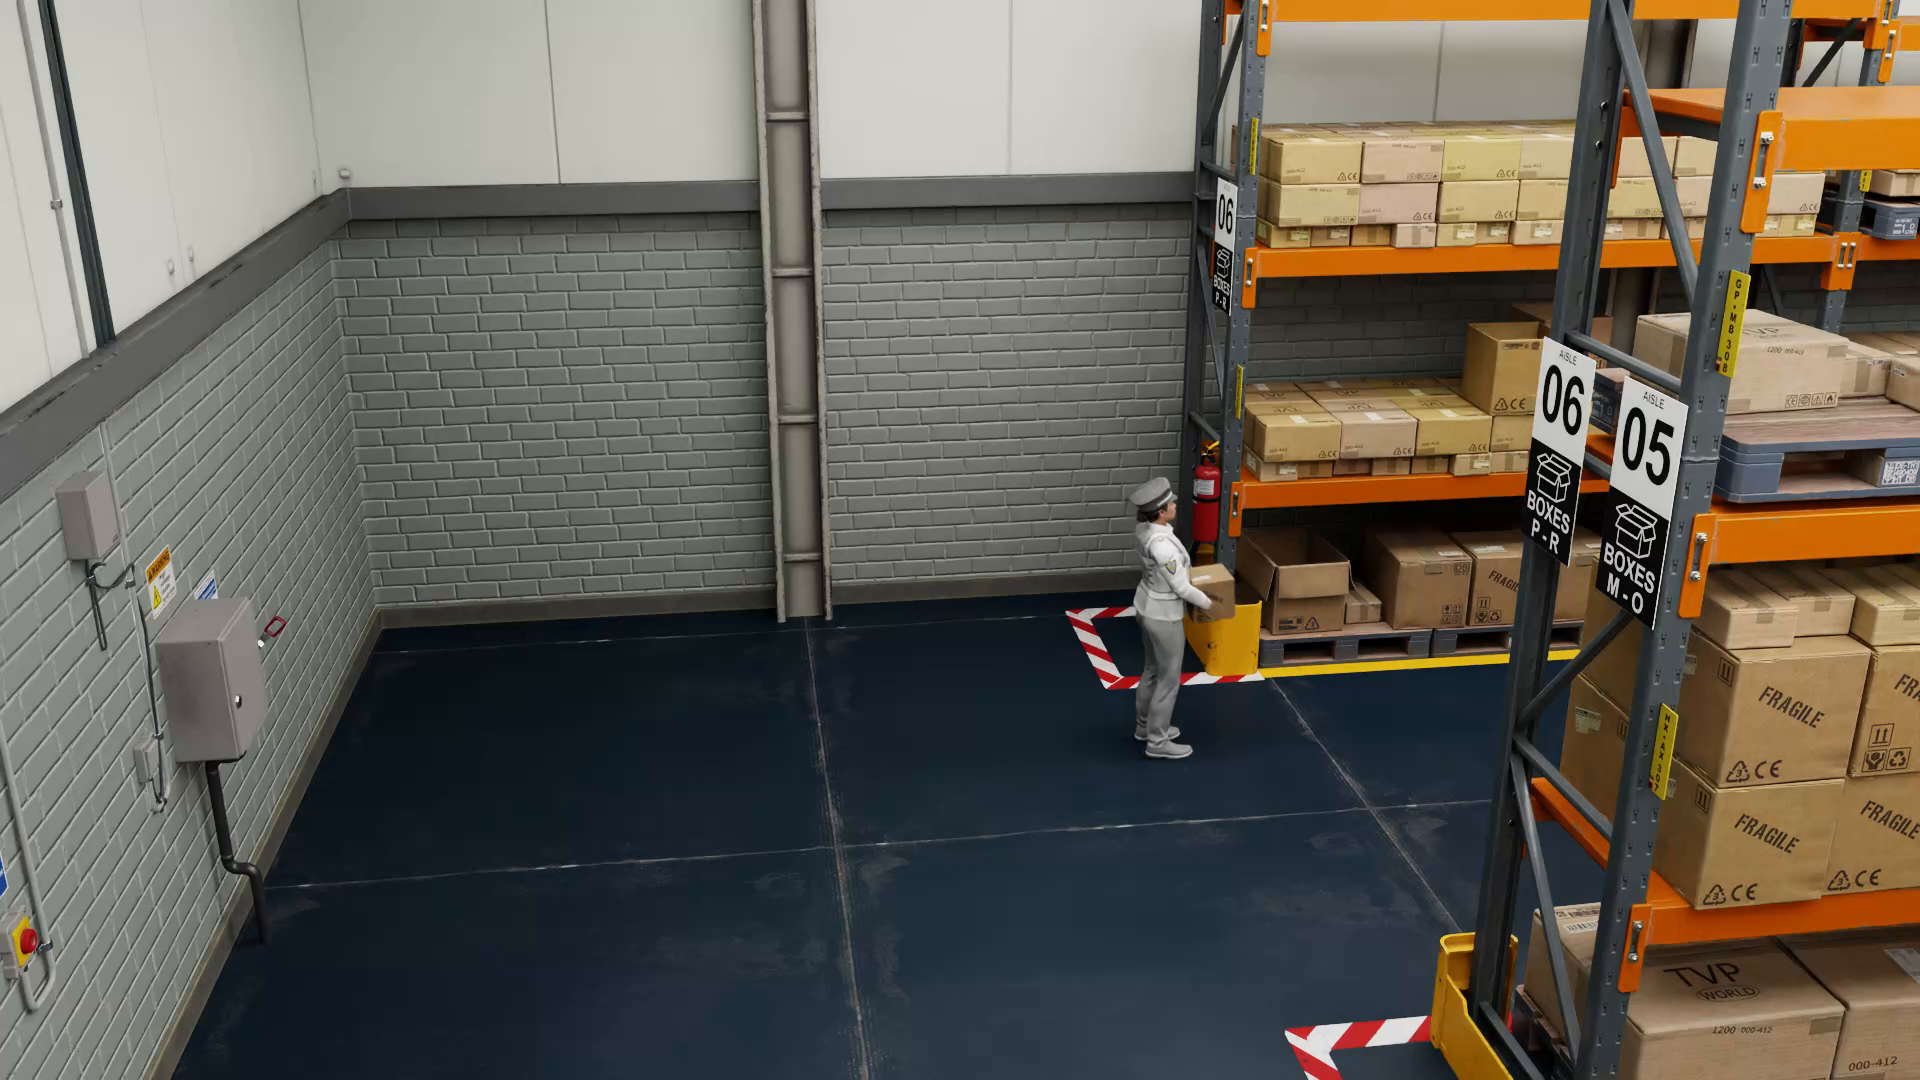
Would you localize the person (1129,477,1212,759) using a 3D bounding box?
[{"bbox_3d":[13.416,-0.281,5.728,23.032,5.869,12.225,-4,20,-10],"label":"person"}]
